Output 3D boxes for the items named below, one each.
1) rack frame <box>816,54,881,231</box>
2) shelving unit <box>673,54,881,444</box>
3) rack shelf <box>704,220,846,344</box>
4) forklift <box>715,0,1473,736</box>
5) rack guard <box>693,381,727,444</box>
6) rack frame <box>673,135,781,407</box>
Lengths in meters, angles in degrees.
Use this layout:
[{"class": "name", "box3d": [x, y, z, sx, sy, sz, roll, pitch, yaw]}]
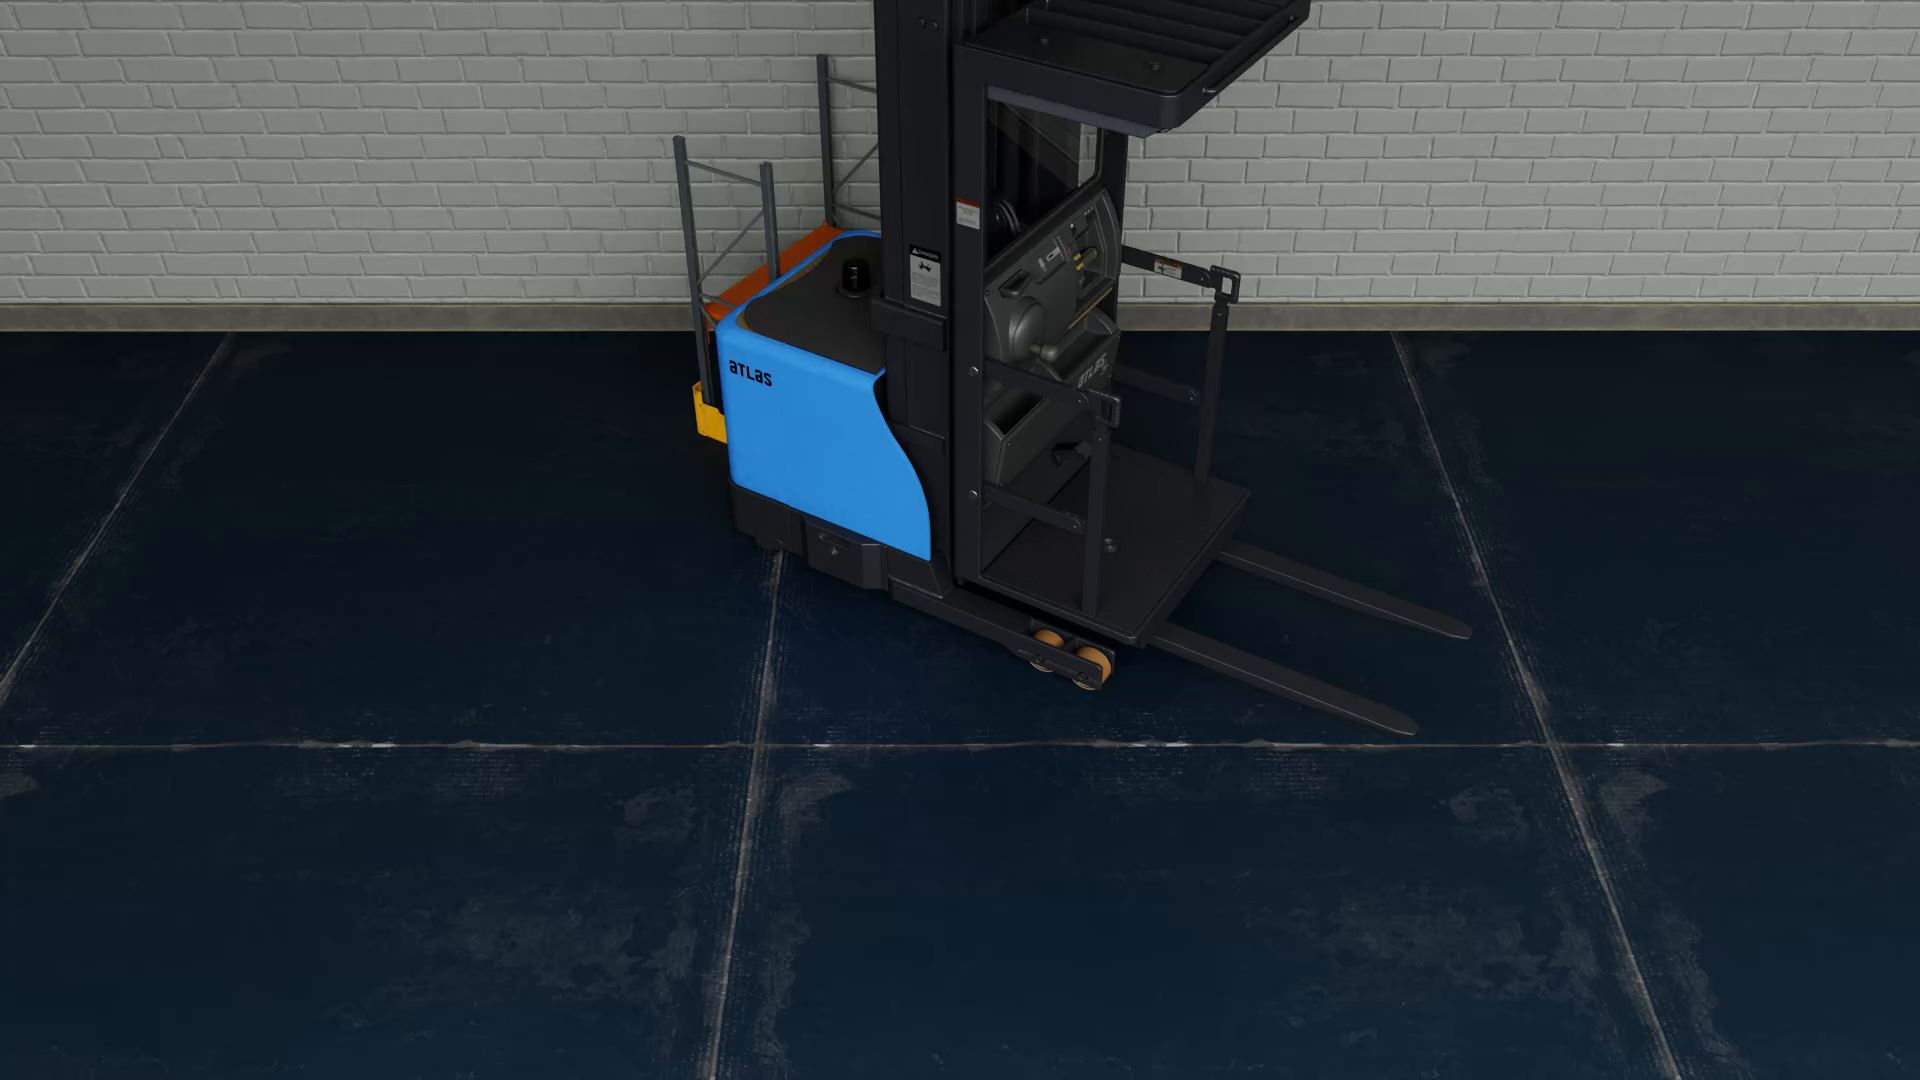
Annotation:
[{"class": "rack frame", "box3d": [-0.440, -1.559, 7.996, 0.500, 1.500, 0.032, 22, 43, 25]}, {"class": "shelving unit", "box3d": [-0.716, -1.285, 7.654, 0.587, 1.500, 1.083, 22, 43, 25]}, {"class": "rack shelf", "box3d": [-0.711, -1.150, 7.773, 0.538, 0.185, 1.000, 22, 43, 25]}, {"class": "forklift", "box3d": [0.529, -0.939, 6.078, 3.031, 2.935, 1.130, 21, 43, 24]}, {"class": "rack guard", "box3d": [-0.982, -0.534, 7.717, 0.587, 0.250, 0.087, 22, 43, 25]}, {"class": "rack frame", "box3d": [-0.983, -1.021, 7.325, 0.500, 1.500, 0.032, 22, 43, 25]}]
